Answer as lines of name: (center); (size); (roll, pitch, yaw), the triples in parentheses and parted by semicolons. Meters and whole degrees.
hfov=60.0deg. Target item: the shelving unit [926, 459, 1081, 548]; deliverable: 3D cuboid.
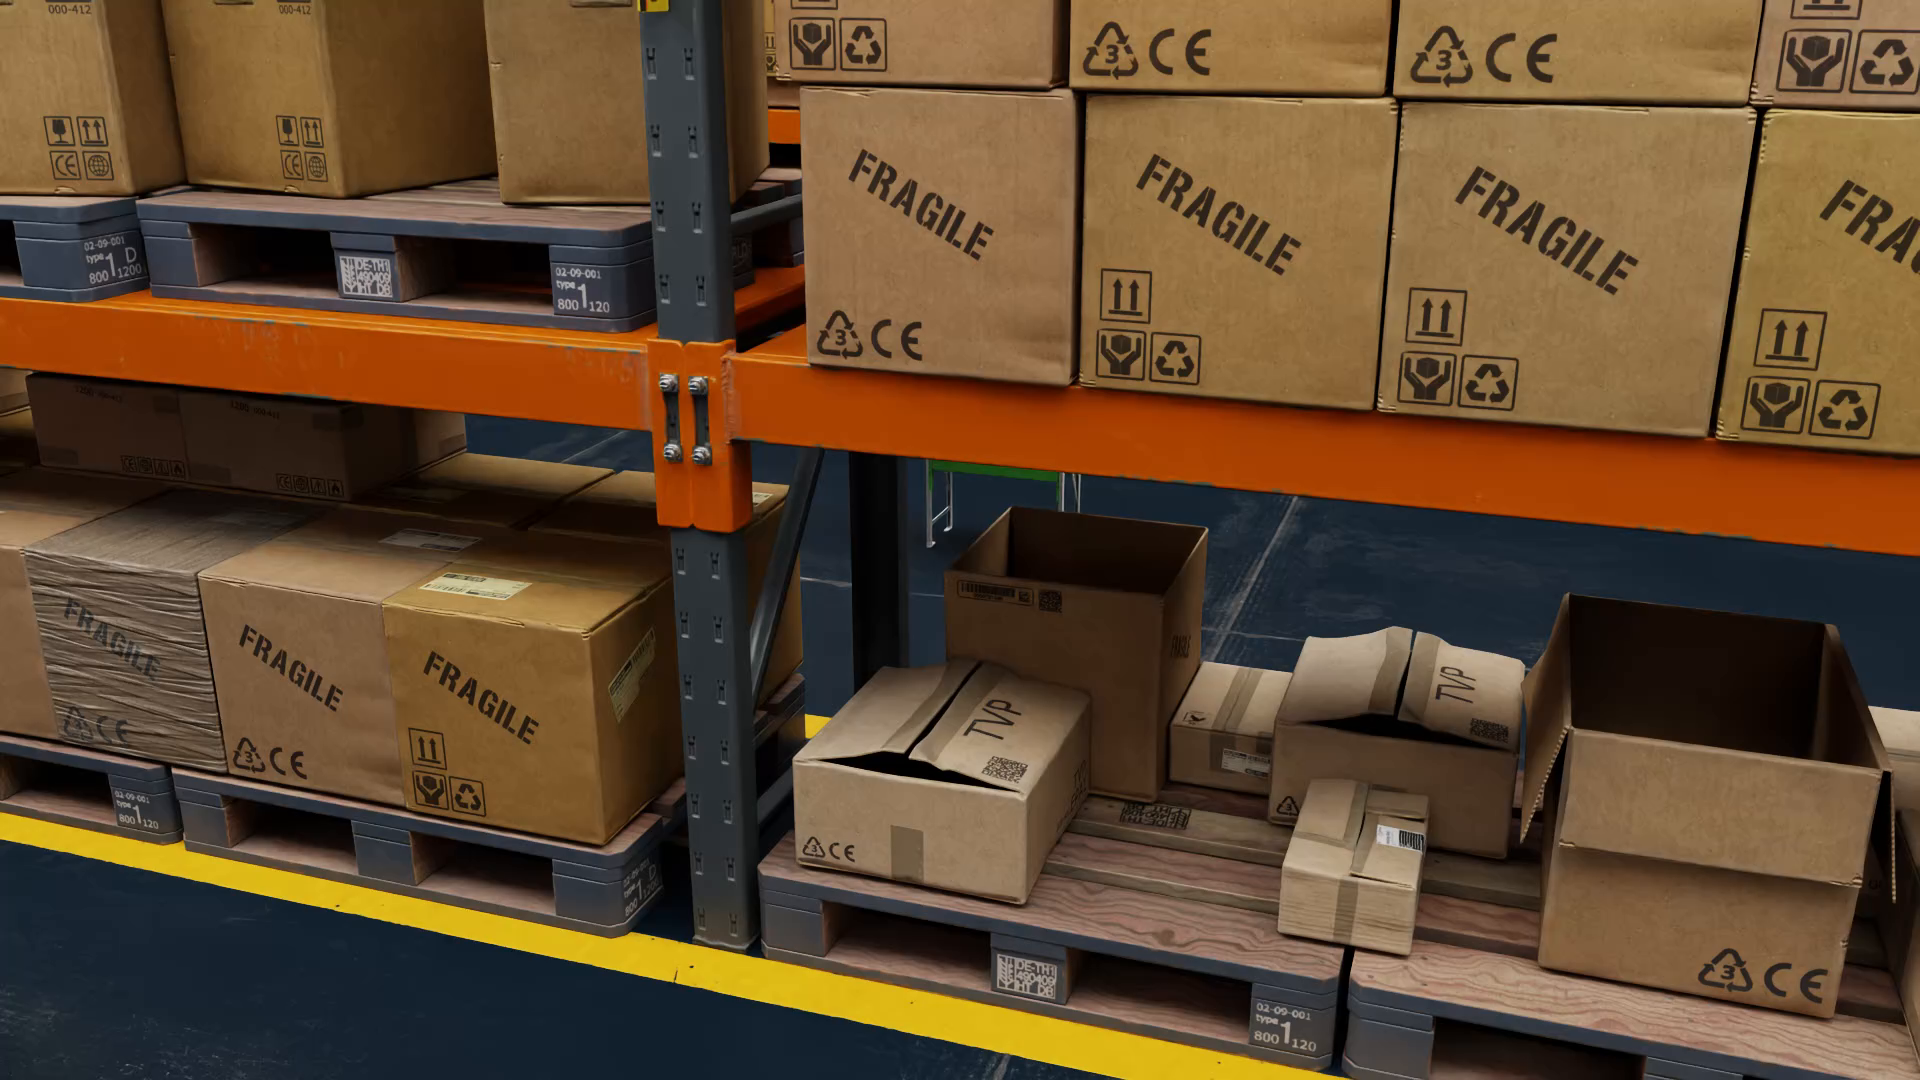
shelving unit: (0.156, -0.549, 5.827); (0.503, 1.200, 0.258); (7, 20, 18)

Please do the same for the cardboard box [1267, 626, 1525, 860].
cardboard box: (0.988, 0.422, 3.726); (0.500, 0.311, 0.500); (7, 20, 18)

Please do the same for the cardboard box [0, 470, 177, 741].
cardboard box: (-2.331, 0.149, 4.220); (0.500, 0.500, 0.500); (6, 20, 16)

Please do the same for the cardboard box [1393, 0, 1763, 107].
cardboard box: (0.974, -0.964, 2.615); (0.500, 0.500, 0.500); (6, 20, 16)

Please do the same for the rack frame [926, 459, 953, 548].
rack frame: (-0.074, -0.575, 5.903); (0.015, 1.200, 0.240); (7, 20, 18)

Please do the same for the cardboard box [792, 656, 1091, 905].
cardboard box: (-0.026, 0.480, 3.559); (0.500, 0.311, 0.500); (7, 20, 18)

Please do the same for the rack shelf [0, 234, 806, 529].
rack shelf: (-2.241, -0.571, 4.250); (4.000, 0.370, 1.077); (7, 20, 18)

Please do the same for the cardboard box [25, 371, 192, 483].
cardboard box: (-2.147, -0.366, 4.560); (0.500, 0.250, 0.500); (6, 20, 17)

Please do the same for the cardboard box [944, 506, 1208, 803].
cardboard box: (0.280, 0.251, 3.927); (0.500, 0.500, 0.500); (7, 20, 18)

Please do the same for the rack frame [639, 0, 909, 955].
rack frame: (-0.352, -0.695, 3.512); (0.127, 3.000, 1.000); (7, 20, 18)

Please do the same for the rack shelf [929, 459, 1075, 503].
rack shelf: (0.156, -0.262, 5.927); (0.480, 0.148, 0.258); (7, 20, 18)

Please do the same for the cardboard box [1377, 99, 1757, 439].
cardboard box: (0.997, -0.493, 2.782); (0.500, 0.500, 0.500); (6, 20, 18)

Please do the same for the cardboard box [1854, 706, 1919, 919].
cardboard box: (2.062, 0.573, 3.384); (0.500, 0.250, 0.500); (7, 20, 18)

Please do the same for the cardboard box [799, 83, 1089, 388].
cardboard box: (0.040, -0.602, 3.094); (0.500, 0.500, 0.500); (7, 20, 19)

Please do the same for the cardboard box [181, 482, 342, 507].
cardboard box: (-1.706, 0.039, 4.535); (0.500, 0.500, 0.500); (7, 20, 19)

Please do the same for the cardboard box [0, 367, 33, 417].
cardboard box: (-3.115, -0.475, 4.873); (0.500, 0.250, 0.500); (7, 21, 20)

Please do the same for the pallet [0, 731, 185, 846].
pallet: (-2.289, 0.415, 4.566); (1.213, 0.211, 1.003); (7, 20, 18)

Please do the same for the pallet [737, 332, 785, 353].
pallet: (-0.639, -1.110, 8.939); (1.213, 0.211, 1.003); (7, 20, 18)

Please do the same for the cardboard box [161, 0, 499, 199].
cardboard box: (-1.396, -1.115, 3.929); (0.500, 0.500, 0.700); (10, 22, 27)

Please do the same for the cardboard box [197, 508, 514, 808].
cardboard box: (-1.376, 0.258, 3.909); (0.500, 0.500, 0.500); (7, 20, 18)

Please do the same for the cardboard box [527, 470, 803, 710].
cardboard box: (-0.729, 0.150, 4.218); (0.500, 0.500, 0.500); (6, 20, 16)

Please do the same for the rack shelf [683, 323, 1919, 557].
rack shelf: (1.538, -0.139, 3.010); (4.000, 0.370, 1.077); (7, 20, 18)

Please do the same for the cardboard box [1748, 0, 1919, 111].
cardboard box: (1.462, -0.909, 2.455); (0.500, 0.500, 0.500); (7, 20, 20)

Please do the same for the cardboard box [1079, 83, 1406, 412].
cardboard box: (0.525, -0.548, 2.939); (0.500, 0.500, 0.500); (7, 20, 19)

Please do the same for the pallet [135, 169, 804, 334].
pallet: (-1.071, -0.724, 3.888); (1.213, 0.211, 1.003); (7, 20, 18)

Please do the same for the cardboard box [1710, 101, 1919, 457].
cardboard box: (1.478, -0.439, 2.625); (0.500, 0.500, 0.500); (6, 20, 17)

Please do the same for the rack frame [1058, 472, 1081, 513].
rack frame: (0.387, -0.522, 5.752); (0.015, 1.200, 0.240); (7, 20, 18)

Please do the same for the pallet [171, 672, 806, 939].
pallet: (-1.132, 0.546, 4.189); (1.213, 0.211, 1.003); (7, 20, 18)

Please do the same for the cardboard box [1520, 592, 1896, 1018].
cardboard box: (1.425, 0.478, 3.273); (0.637, 0.503, 0.797); (7, 20, 18)

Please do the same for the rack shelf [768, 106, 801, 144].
rack shelf: (-0.619, -2.112, 8.670); (4.000, 0.370, 1.077); (7, 20, 18)

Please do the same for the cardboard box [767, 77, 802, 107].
cardboard box: (-0.820, -2.288, 8.435); (0.250, 0.149, 0.380); (7, 20, 18)

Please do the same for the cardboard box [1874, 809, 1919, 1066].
cardboard box: (1.945, 0.734, 2.922); (0.500, 0.250, 0.500); (7, 20, 18)

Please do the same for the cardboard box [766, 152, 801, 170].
cardboard box: (-1.031, -1.634, 8.834); (0.750, 0.750, 0.750); (6, 20, 18)

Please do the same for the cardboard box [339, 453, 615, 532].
cardboard box: (-1.236, 0.096, 4.373); (0.500, 0.500, 0.500); (7, 20, 19)

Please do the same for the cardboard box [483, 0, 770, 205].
cardboard box: (-0.726, -1.061, 3.773); (0.500, 0.500, 0.700); (0, 19, 0)

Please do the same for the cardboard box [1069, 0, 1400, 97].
cardboard box: (0.489, -1.020, 2.774); (0.500, 0.500, 0.500); (6, 20, 16)

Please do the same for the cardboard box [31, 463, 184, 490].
cardboard box: (-2.183, -0.015, 4.692); (0.500, 0.500, 0.500); (6, 20, 16)

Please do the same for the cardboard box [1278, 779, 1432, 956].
cardboard box: (0.794, 0.638, 3.324); (0.250, 0.166, 0.380); (7, 20, 18)

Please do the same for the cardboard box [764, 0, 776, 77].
cardboard box: (-0.679, -2.565, 8.244); (0.500, 0.500, 0.500); (7, 20, 20)

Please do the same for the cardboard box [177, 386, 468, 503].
cardboard box: (-1.673, -0.312, 4.405); (0.500, 0.250, 0.500); (7, 20, 18)

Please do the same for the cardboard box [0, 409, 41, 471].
cardboard box: (-2.681, -0.070, 4.849); (0.500, 0.500, 0.500); (6, 20, 16)

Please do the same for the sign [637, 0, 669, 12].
sign: (-0.530, -1.068, 2.825); (0.005, 0.325, 0.100); (7, 20, 18)

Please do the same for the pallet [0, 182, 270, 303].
pallet: (-2.292, -0.827, 4.184); (1.213, 0.211, 1.003); (7, 20, 18)

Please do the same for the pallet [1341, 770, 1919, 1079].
pallet: (1.453, 0.828, 3.381); (1.213, 0.211, 1.003); (7, 20, 18)

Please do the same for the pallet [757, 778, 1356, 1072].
pallet: (0.297, 0.697, 3.757); (1.213, 0.211, 1.003); (7, 20, 18)

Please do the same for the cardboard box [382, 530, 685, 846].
cardboard box: (-0.912, 0.314, 3.748); (0.500, 0.500, 0.500); (6, 20, 18)

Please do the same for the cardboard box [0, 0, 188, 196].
cardboard box: (-2.041, -1.112, 3.919); (0.500, 0.500, 0.700); (1, 19, 4)

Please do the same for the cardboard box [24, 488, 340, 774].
cardboard box: (-1.850, 0.203, 4.065); (0.500, 0.500, 0.500); (7, 20, 19)

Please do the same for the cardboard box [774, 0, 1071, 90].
cardboard box: (0.001, -1.076, 2.934); (0.500, 0.500, 0.500); (7, 20, 19)

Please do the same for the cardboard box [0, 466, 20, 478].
cardboard box: (-2.825, 0.094, 4.377); (0.500, 0.500, 0.500); (6, 20, 17)

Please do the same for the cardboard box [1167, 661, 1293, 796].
cardboard box: (0.654, 0.439, 3.922); (0.250, 0.149, 0.380); (7, 20, 18)
